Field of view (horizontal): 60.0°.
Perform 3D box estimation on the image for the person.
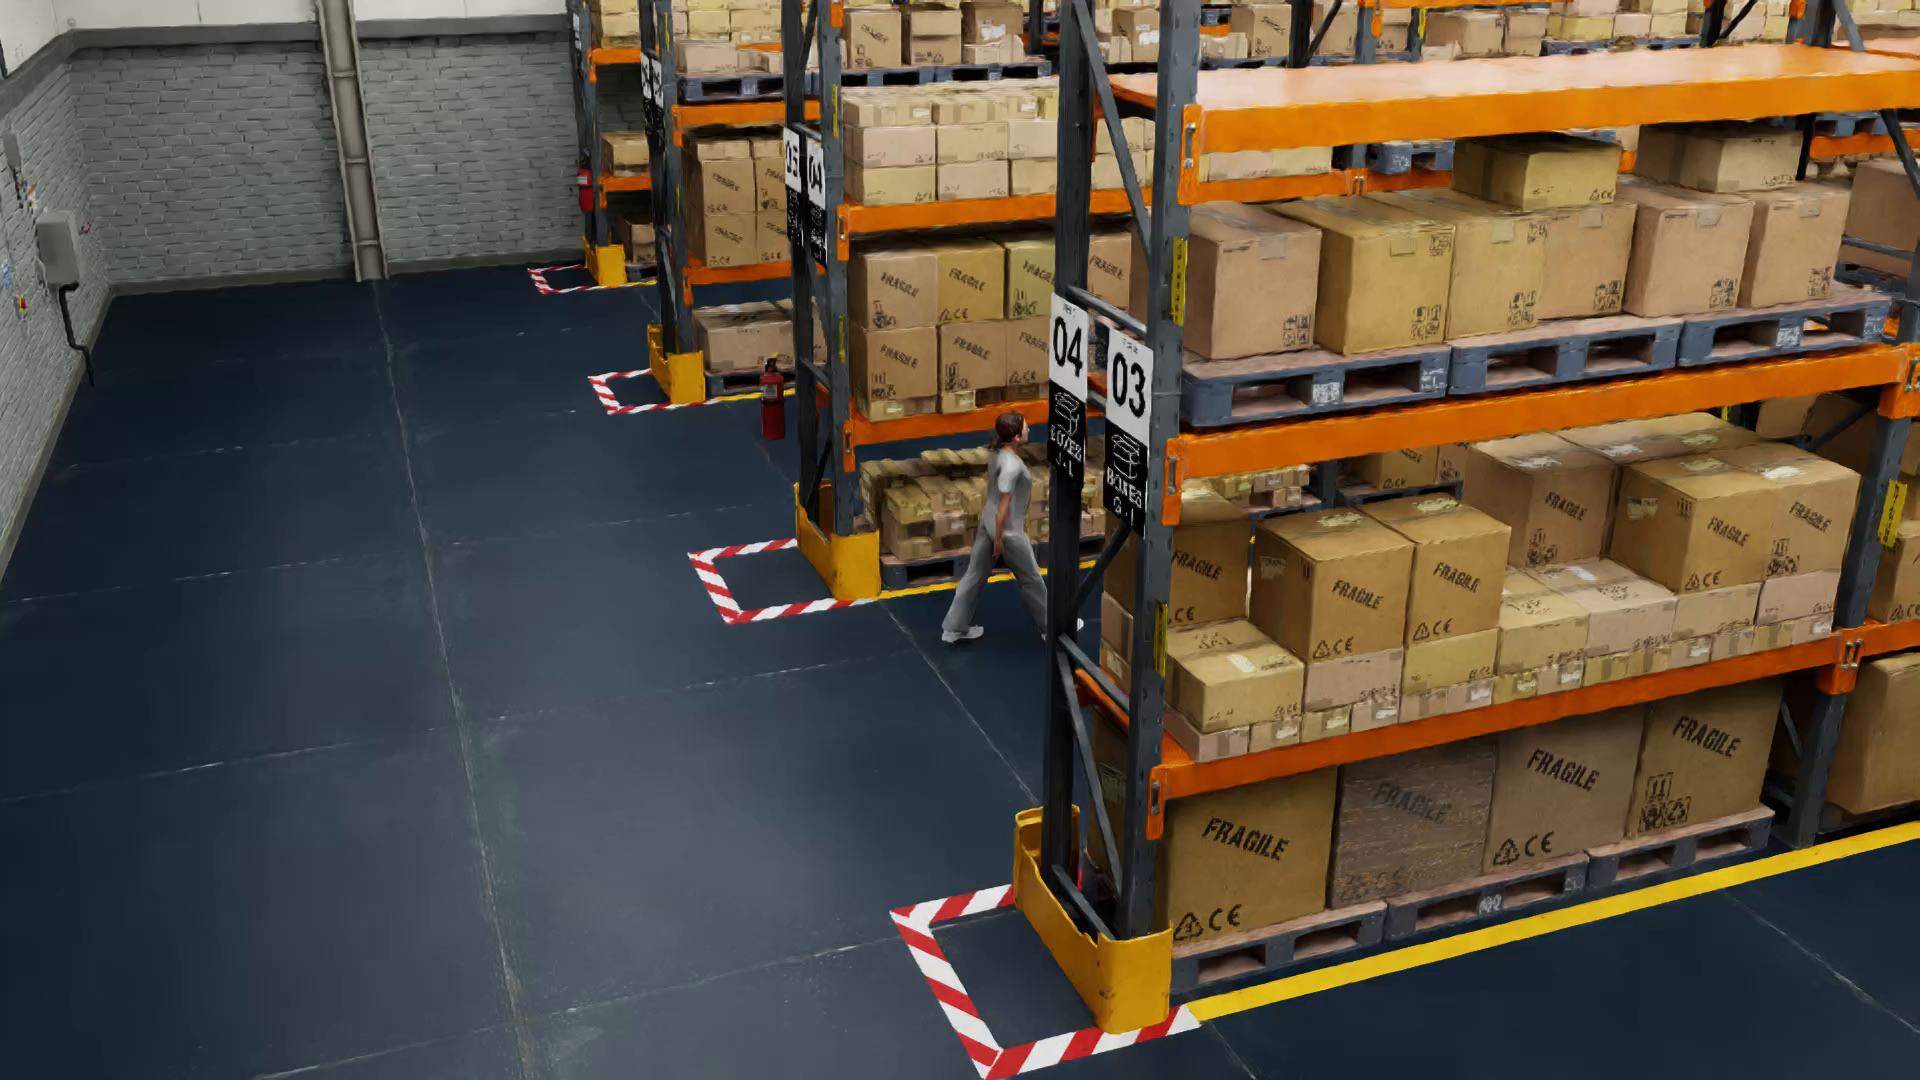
[{"bbox_3d":[0.341,-0.098,11.062,0.958,1.610,0.455,-7,24,-15],"label":"person"}]
